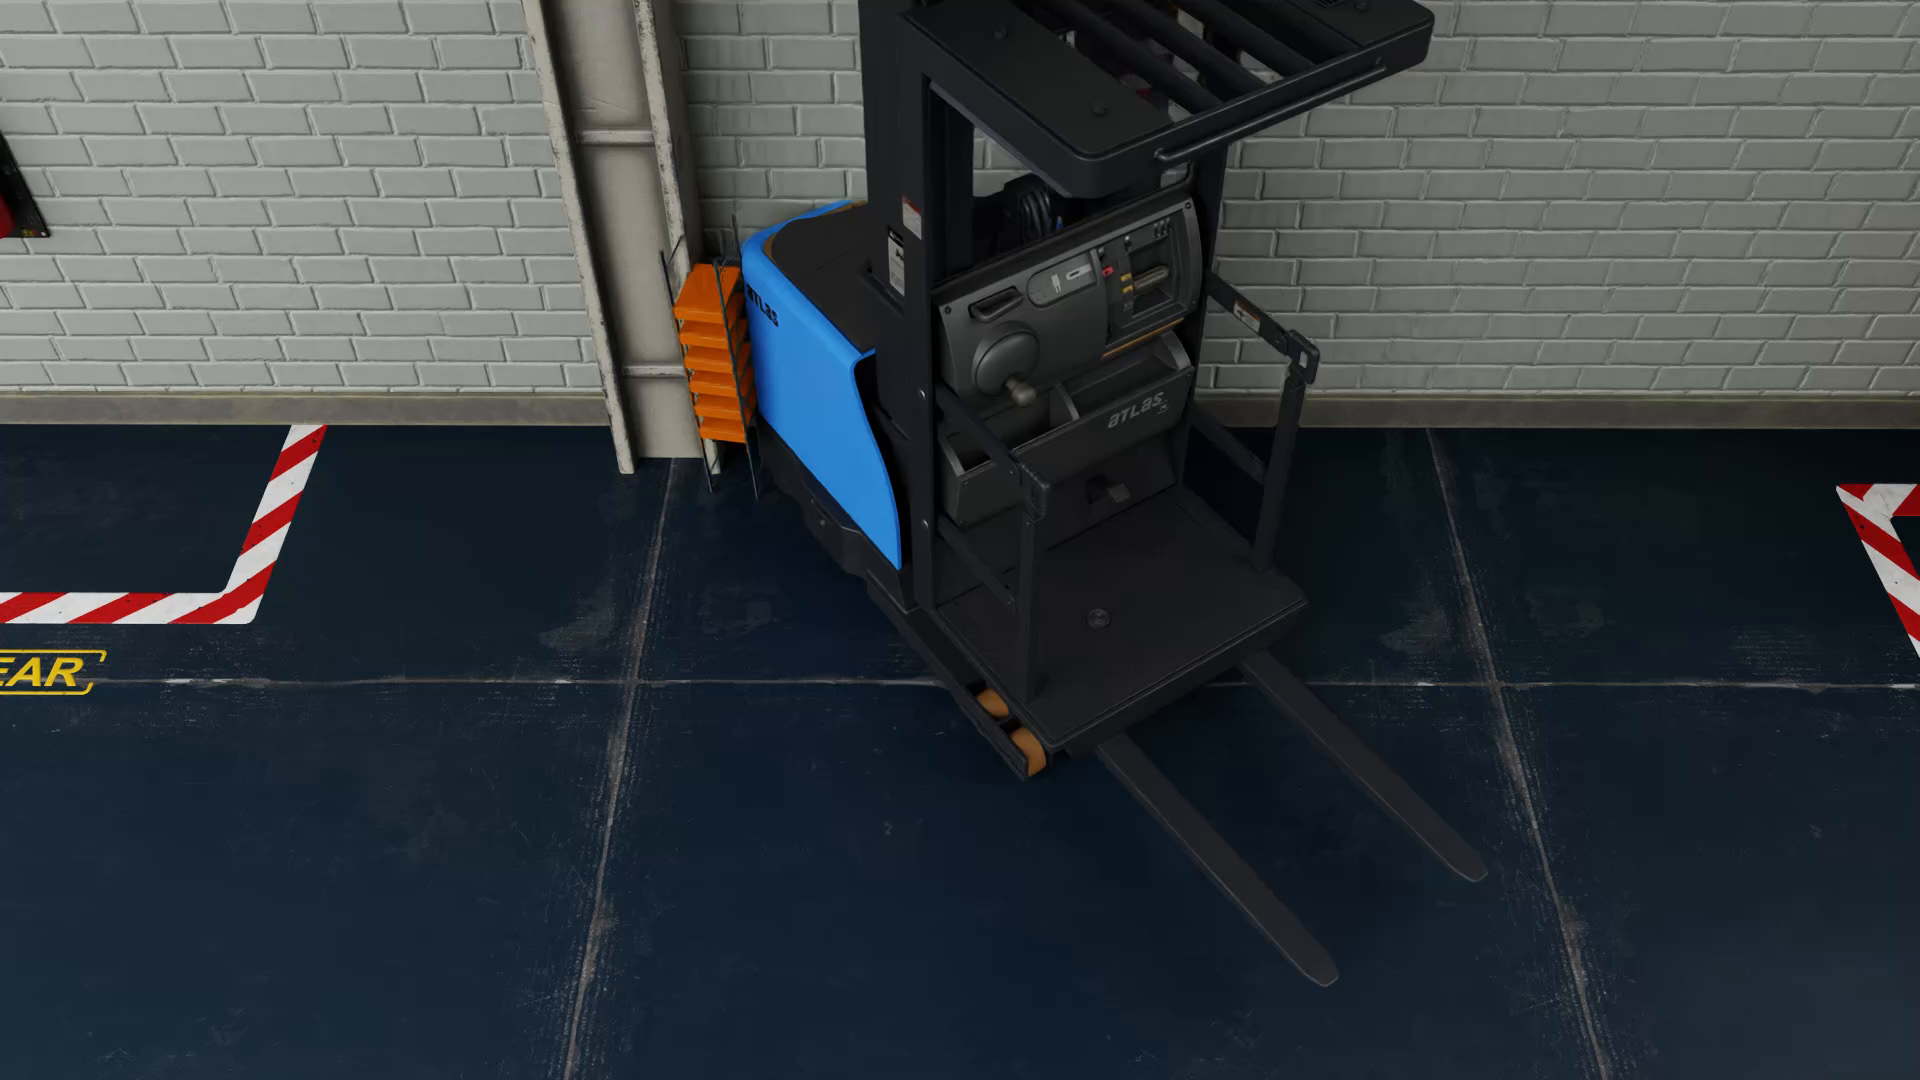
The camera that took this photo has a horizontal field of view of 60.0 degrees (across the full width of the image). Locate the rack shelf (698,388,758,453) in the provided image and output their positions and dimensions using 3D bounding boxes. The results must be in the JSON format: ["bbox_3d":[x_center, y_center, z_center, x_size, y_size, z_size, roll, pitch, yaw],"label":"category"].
[{"bbox_3d":[-0.852,-0.460,6.223,0.180,0.103,0.258,8,51,8],"label":"rack shelf"}]

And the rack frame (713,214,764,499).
[{"bbox_3d":[-0.769,-0.627,5.989,0.006,1.200,0.240,8,51,8],"label":"rack frame"}]

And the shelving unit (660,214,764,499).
[{"bbox_3d":[-0.859,-0.640,6.003,0.189,1.200,0.258,8,51,8],"label":"shelving unit"}]

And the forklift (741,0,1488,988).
[{"bbox_3d":[0.464,-0.619,4.824,1.130,2.935,3.031,-27,52,-23],"label":"forklift"}]

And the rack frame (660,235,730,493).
[{"bbox_3d":[-0.949,-0.652,6.016,0.006,1.200,0.240,8,51,8],"label":"rack frame"}]

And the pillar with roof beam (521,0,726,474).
[{"bbox_3d":[-1.145,-0.288,0.370,0.400,9.000,9.100,0,47,0],"label":"pillar with roof beam"}]

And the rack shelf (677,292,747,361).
[{"bbox_3d":[-0.864,-0.764,5.851,0.180,0.103,0.258,8,51,8],"label":"rack shelf"}]

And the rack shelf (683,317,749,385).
[{"bbox_3d":[-0.861,-0.688,5.944,0.180,0.103,0.258,8,51,8],"label":"rack shelf"}]

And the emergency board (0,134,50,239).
[{"bbox_3d":[-3.600,-1.430,5.531,0.643,1.169,0.194,0,47,0],"label":"emergency board"}]

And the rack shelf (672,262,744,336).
[{"bbox_3d":[-0.867,-0.840,5.758,0.180,0.103,0.258,8,51,8],"label":"rack shelf"}]

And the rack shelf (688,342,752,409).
[{"bbox_3d":[-0.858,-0.612,6.037,0.180,0.103,0.258,8,51,8],"label":"rack shelf"}]

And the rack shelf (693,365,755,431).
[{"bbox_3d":[-0.855,-0.536,6.130,0.180,0.103,0.258,8,51,8],"label":"rack shelf"}]
